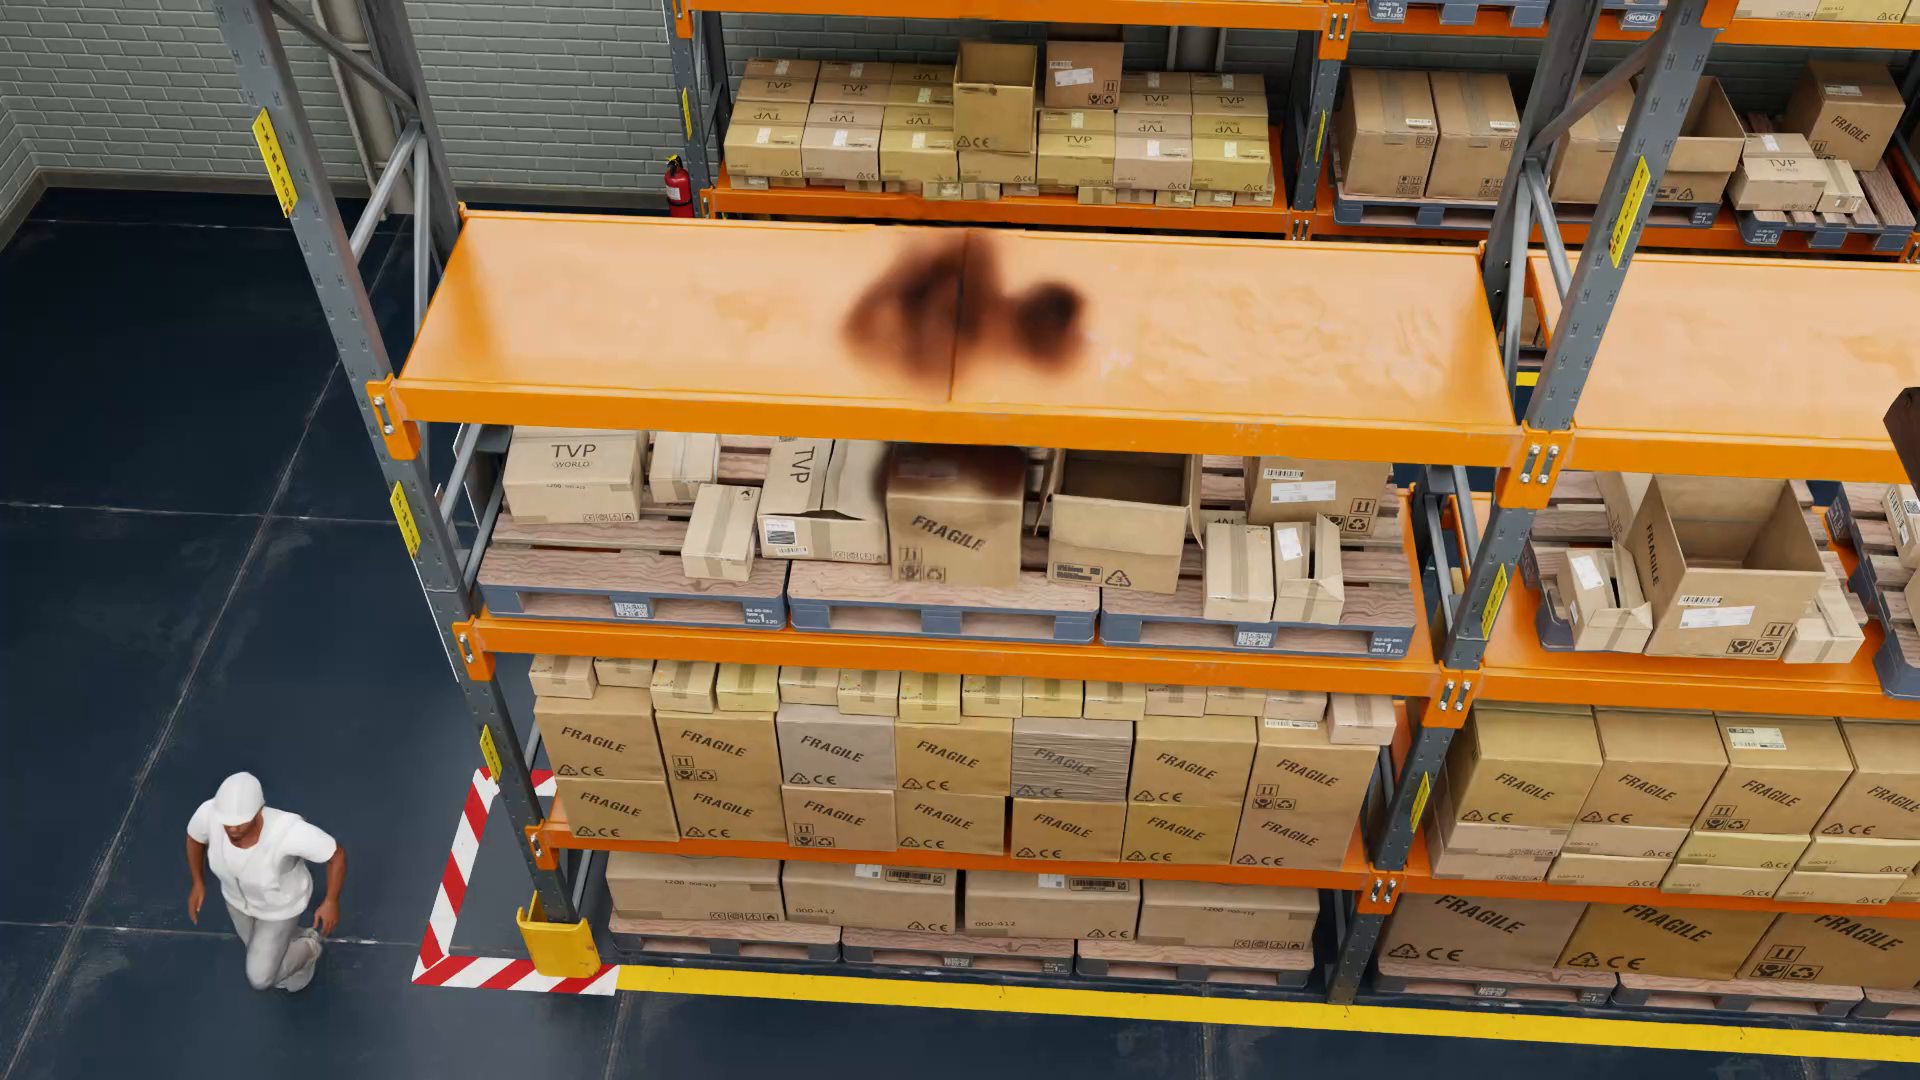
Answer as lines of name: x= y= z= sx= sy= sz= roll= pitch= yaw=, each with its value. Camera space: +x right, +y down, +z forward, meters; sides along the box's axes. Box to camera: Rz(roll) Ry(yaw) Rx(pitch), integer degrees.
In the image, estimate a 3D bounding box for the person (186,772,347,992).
person: x=-3.360 y=1.738 z=8.016 sx=0.754 sy=1.709 sz=0.580 roll=16 pitch=50 yaw=14
